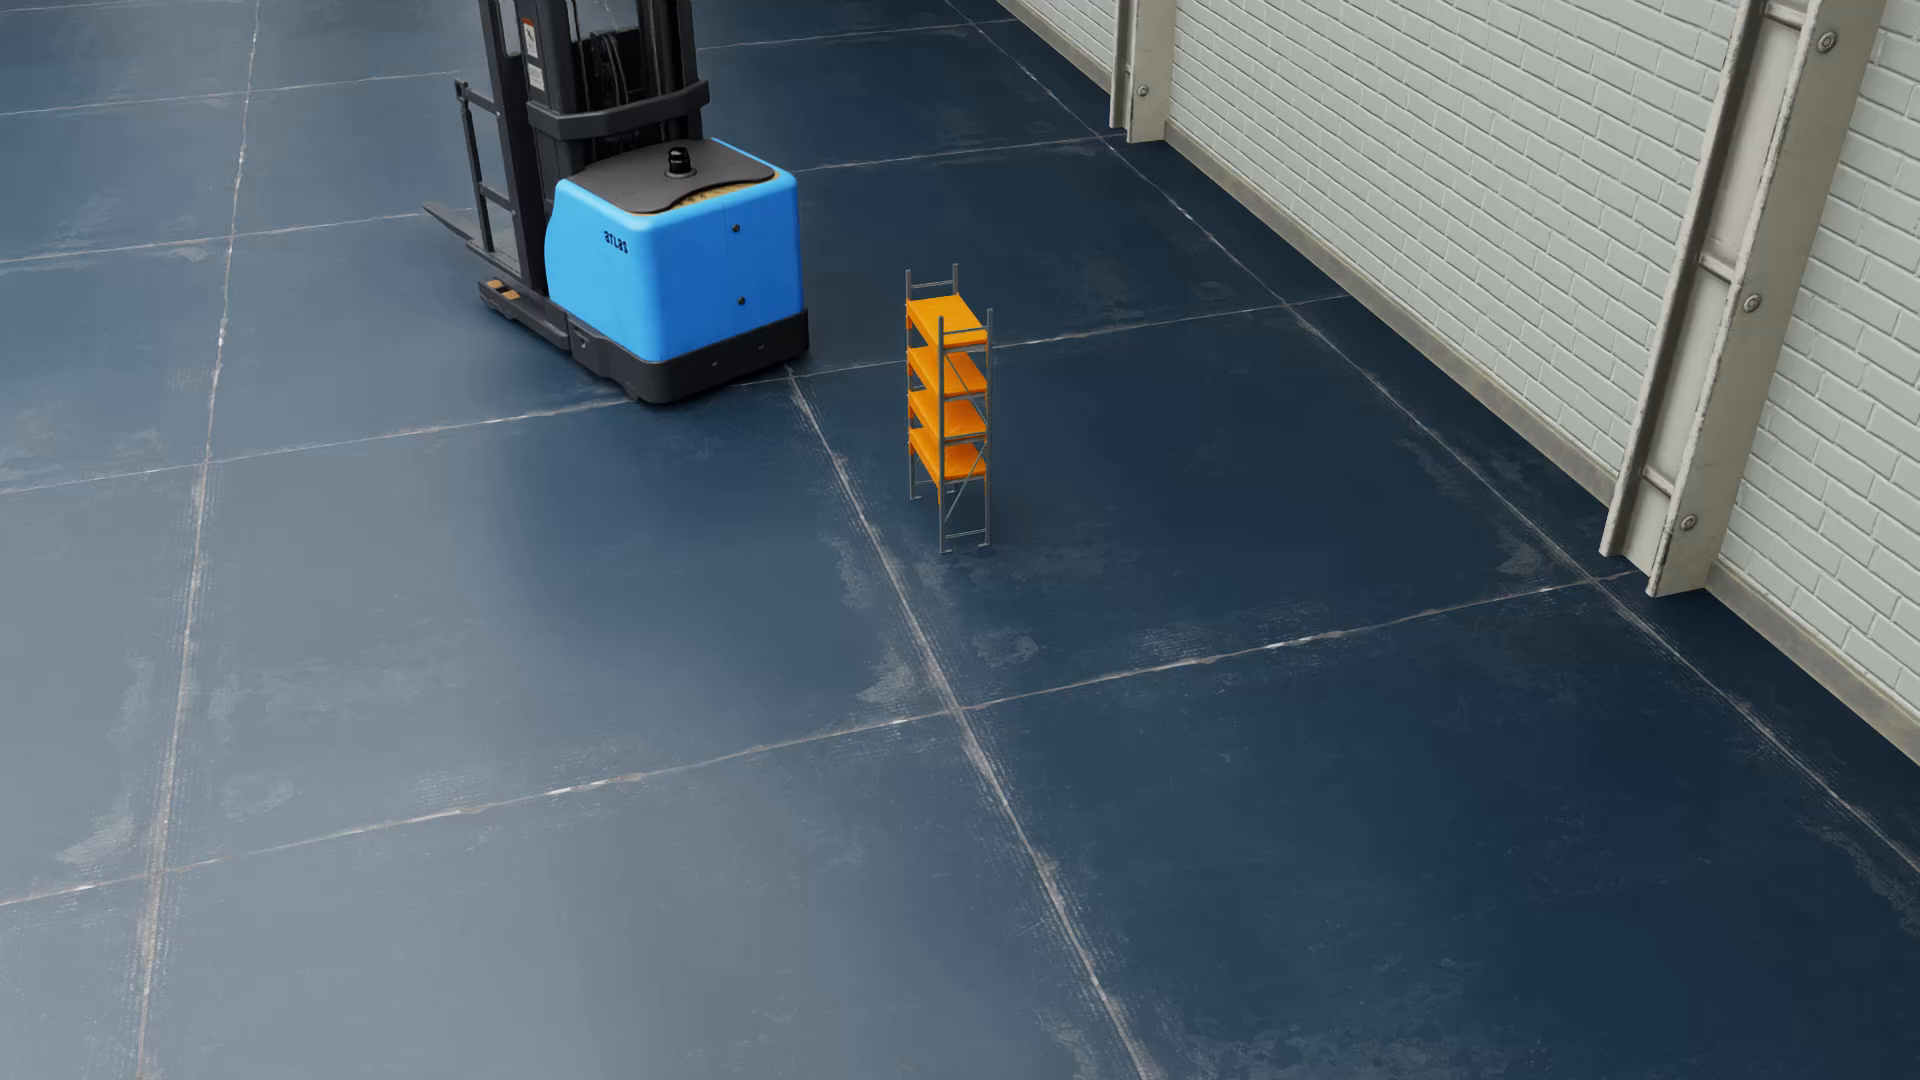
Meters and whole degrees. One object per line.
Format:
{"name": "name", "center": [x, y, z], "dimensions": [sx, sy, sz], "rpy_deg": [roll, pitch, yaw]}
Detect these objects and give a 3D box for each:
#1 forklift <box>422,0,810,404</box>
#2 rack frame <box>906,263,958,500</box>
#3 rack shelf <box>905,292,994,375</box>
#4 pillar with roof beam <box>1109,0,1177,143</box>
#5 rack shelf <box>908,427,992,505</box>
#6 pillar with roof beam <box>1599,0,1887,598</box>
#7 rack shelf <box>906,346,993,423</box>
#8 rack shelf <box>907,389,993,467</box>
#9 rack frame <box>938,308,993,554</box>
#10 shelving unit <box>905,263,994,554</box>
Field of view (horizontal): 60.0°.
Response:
{"name": "forklift", "center": [-2.182, -2.670, 9.133], "dimensions": [1.130, 2.935, 3.031], "rpy_deg": [-26, 41, -33]}
{"name": "rack frame", "center": [-0.125, -0.716, 7.745], "dimensions": [0.240, 1.200, 0.015], "rpy_deg": [-10, 35, -15]}
{"name": "rack shelf", "center": [-0.051, -0.915, 7.334], "dimensions": [0.258, 0.148, 0.480], "rpy_deg": [-10, 35, -15]}
{"name": "pillar with roof beam", "center": [-2.778, -6.054, 8.749], "dimensions": [9.100, 9.000, 0.400], "rpy_deg": [-10, 35, -15]}
{"name": "rack shelf", "center": [-0.051, -0.366, 7.697], "dimensions": [0.258, 0.148, 0.480], "rpy_deg": [-10, 35, -15]}
{"name": "pillar with roof beam", "center": [-0.948, -2.904, 3.982], "dimensions": [9.100, 9.000, 0.400], "rpy_deg": [-10, 35, -15]}
{"name": "rack shelf", "center": [-0.051, -0.718, 7.465], "dimensions": [0.258, 0.148, 0.480], "rpy_deg": [-10, 35, -15]}
{"name": "rack shelf", "center": [-0.051, -0.531, 7.588], "dimensions": [0.258, 0.148, 0.480], "rpy_deg": [-10, 35, -15]}
{"name": "rack frame", "center": [0.024, -0.459, 7.357], "dimensions": [0.240, 1.200, 0.015], "rpy_deg": [-10, 35, -15]}
{"name": "shelving unit", "center": [-0.051, -0.587, 7.551], "dimensions": [0.258, 1.200, 0.503], "rpy_deg": [-10, 35, -15]}
